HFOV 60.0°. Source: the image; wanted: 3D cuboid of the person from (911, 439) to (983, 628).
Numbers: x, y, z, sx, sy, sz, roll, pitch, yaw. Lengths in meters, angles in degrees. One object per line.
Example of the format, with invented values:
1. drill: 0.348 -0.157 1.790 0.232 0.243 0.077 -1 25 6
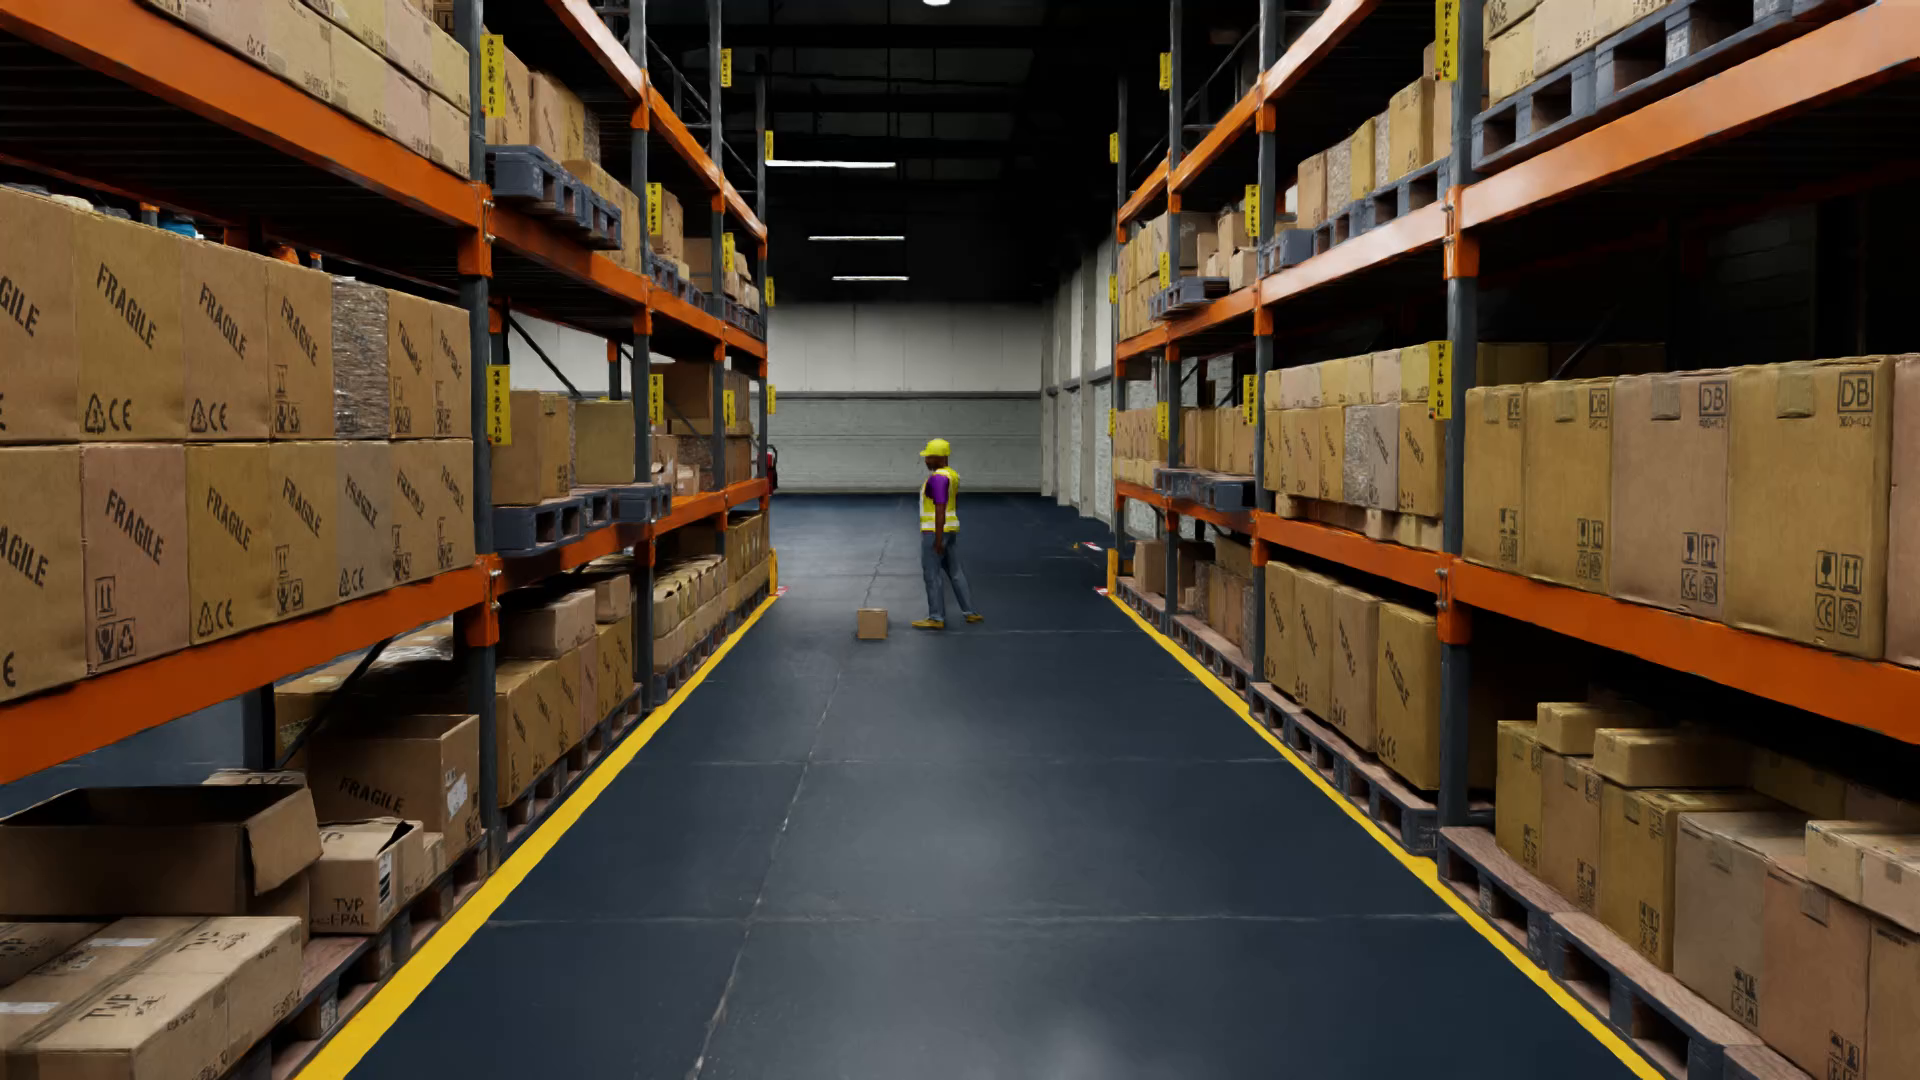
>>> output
1. person: -0.111 -0.063 15.619 0.494 1.763 0.724 2 4 24
